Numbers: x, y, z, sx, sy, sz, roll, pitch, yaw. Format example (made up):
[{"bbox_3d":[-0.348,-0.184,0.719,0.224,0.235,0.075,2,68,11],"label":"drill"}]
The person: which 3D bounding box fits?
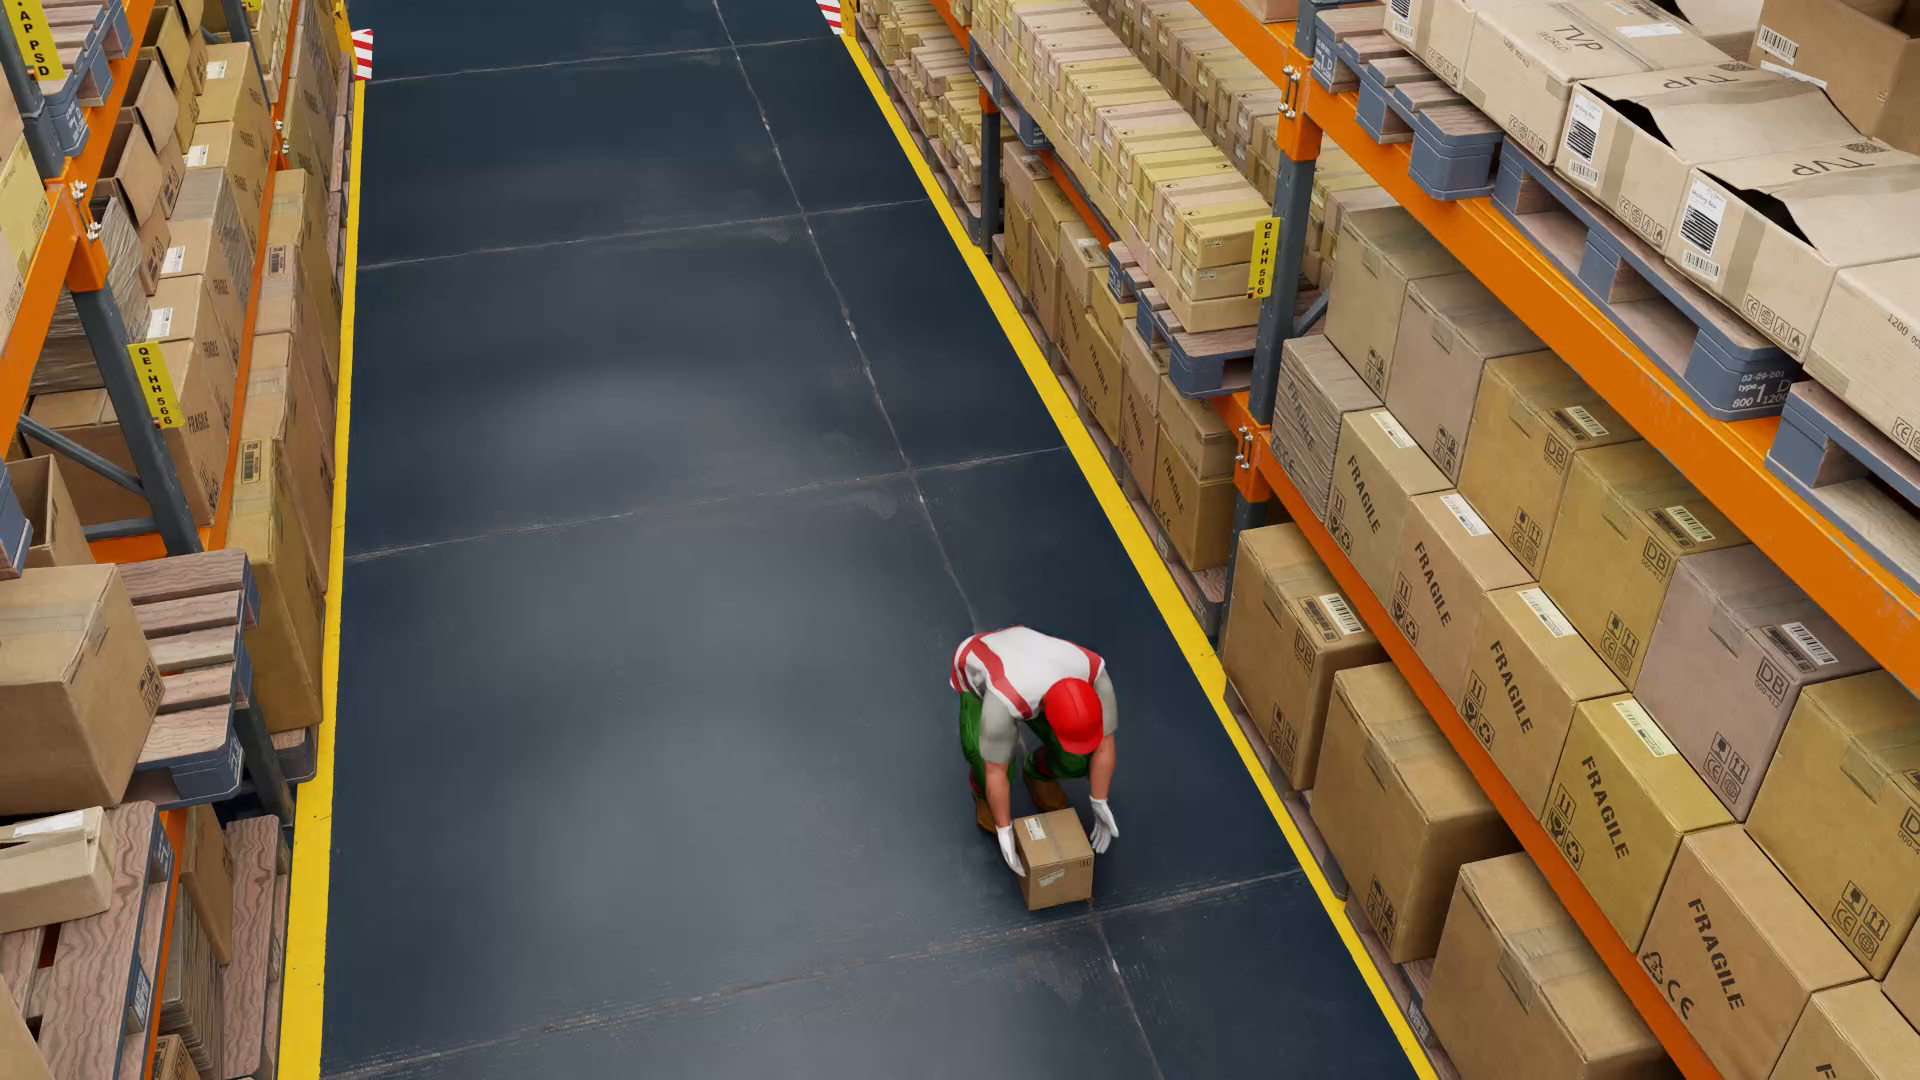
[{"bbox_3d":[0.276,0.543,6.196,0.478,1.540,0.819,-11,39,-13],"label":"person"}]
